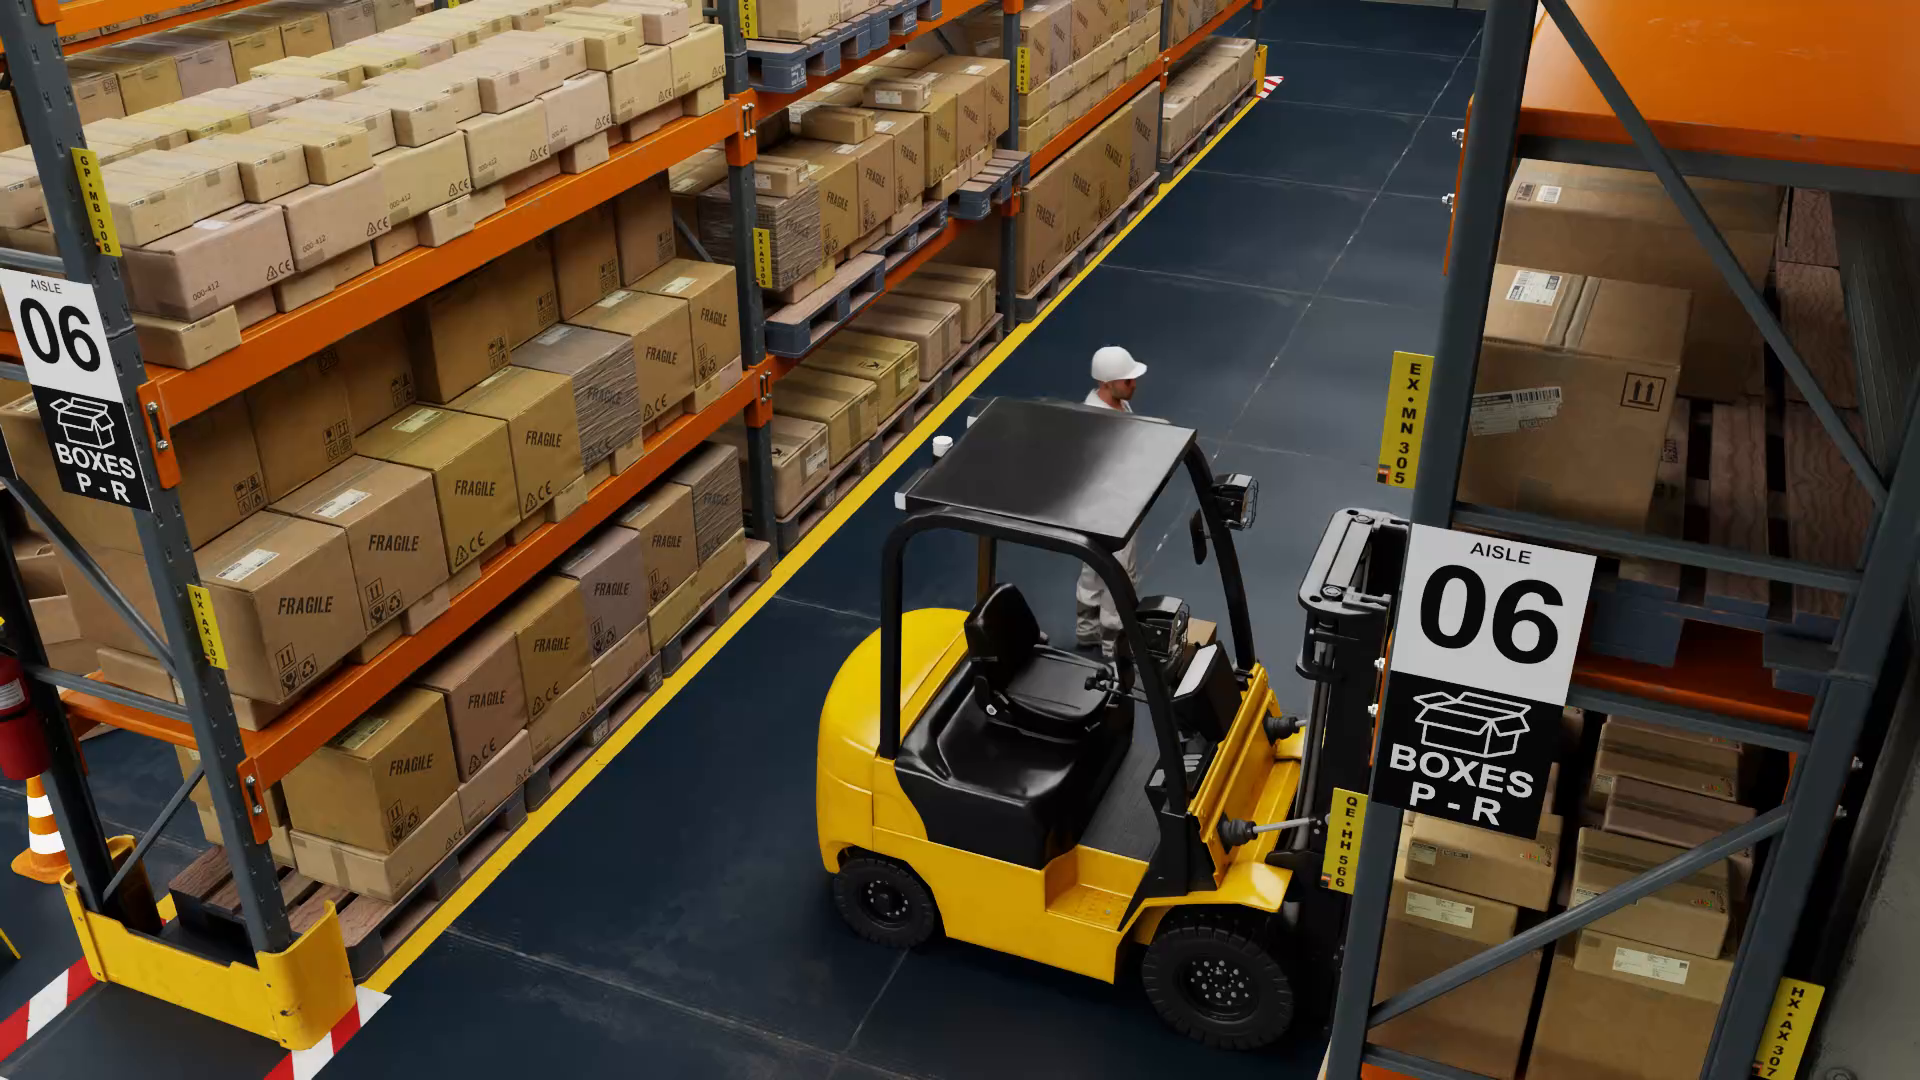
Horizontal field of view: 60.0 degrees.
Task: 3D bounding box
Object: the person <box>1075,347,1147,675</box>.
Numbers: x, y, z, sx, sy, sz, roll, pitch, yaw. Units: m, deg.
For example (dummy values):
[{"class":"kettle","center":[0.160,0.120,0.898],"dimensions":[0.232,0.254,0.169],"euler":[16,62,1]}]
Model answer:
[{"class":"person","center":[0.847,-0.176,8.699],"dimensions":[0.485,1.819,0.576],"euler":[5,30,8]}]
